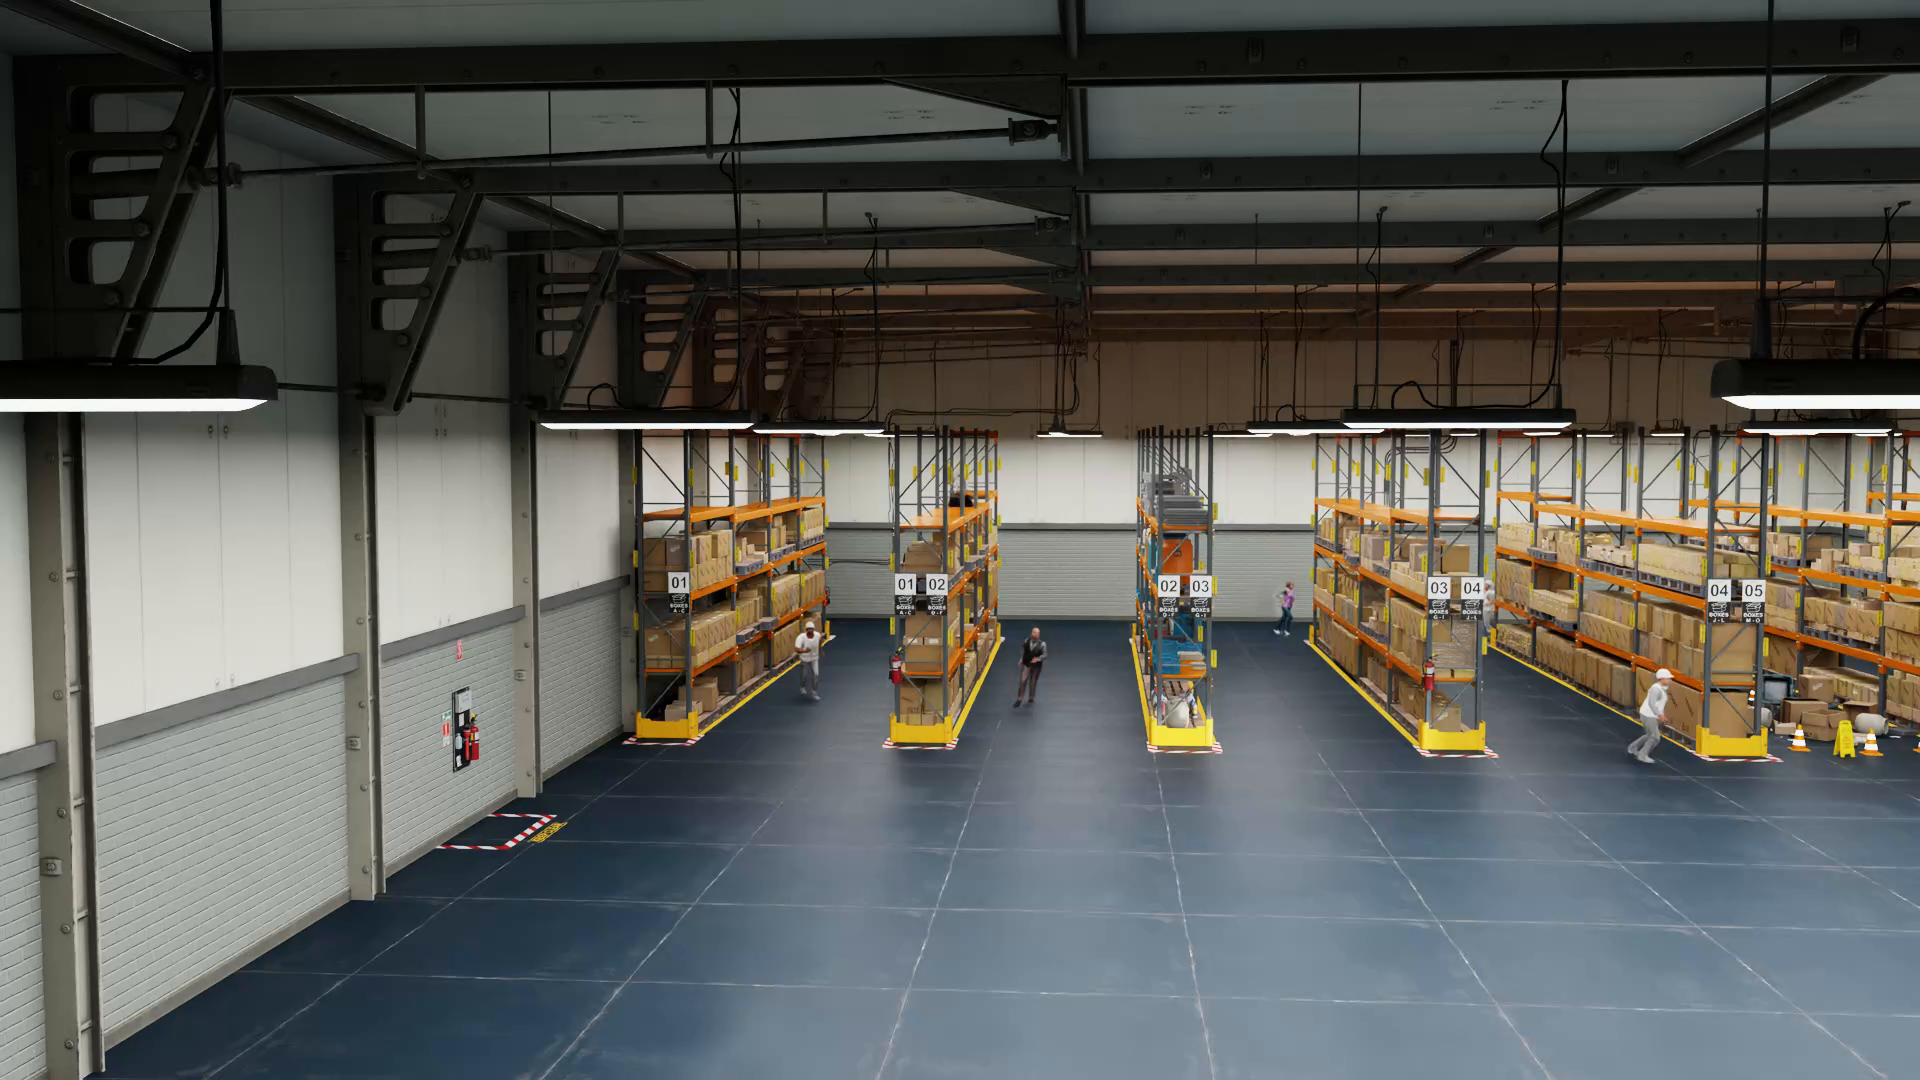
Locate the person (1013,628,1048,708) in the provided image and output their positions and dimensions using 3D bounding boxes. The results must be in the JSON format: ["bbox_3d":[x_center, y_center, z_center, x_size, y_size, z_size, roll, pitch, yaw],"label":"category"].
[{"bbox_3d":[1.531,2.719,35.586,0.715,1.693,0.833,1,3,11],"label":"person"}]

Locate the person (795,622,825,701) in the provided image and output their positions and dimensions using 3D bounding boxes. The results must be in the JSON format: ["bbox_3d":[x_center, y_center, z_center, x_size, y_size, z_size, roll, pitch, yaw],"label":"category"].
[{"bbox_3d":[-3.331,2.646,36.737,0.717,1.734,0.982,-1,4,-19],"label":"person"}]

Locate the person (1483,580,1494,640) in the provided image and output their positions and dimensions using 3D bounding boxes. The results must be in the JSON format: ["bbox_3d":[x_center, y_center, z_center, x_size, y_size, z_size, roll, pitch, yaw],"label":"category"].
[{"bbox_3d":[14.929,2.015,47.169,0.700,1.795,0.650,-1,4,-21],"label":"person"}]

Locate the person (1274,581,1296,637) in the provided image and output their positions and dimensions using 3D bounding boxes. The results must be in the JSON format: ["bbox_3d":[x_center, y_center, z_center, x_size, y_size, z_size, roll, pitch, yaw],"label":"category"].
[{"bbox_3d":[9.534,2.003,48.679,0.683,1.626,0.551,3,4,40],"label":"person"}]

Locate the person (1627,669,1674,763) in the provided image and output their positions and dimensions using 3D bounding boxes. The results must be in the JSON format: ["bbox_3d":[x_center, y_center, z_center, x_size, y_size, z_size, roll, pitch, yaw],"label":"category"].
[{"bbox_3d":[12.222,3.107,29.465,0.791,1.701,0.639,2,4,33],"label":"person"}]
